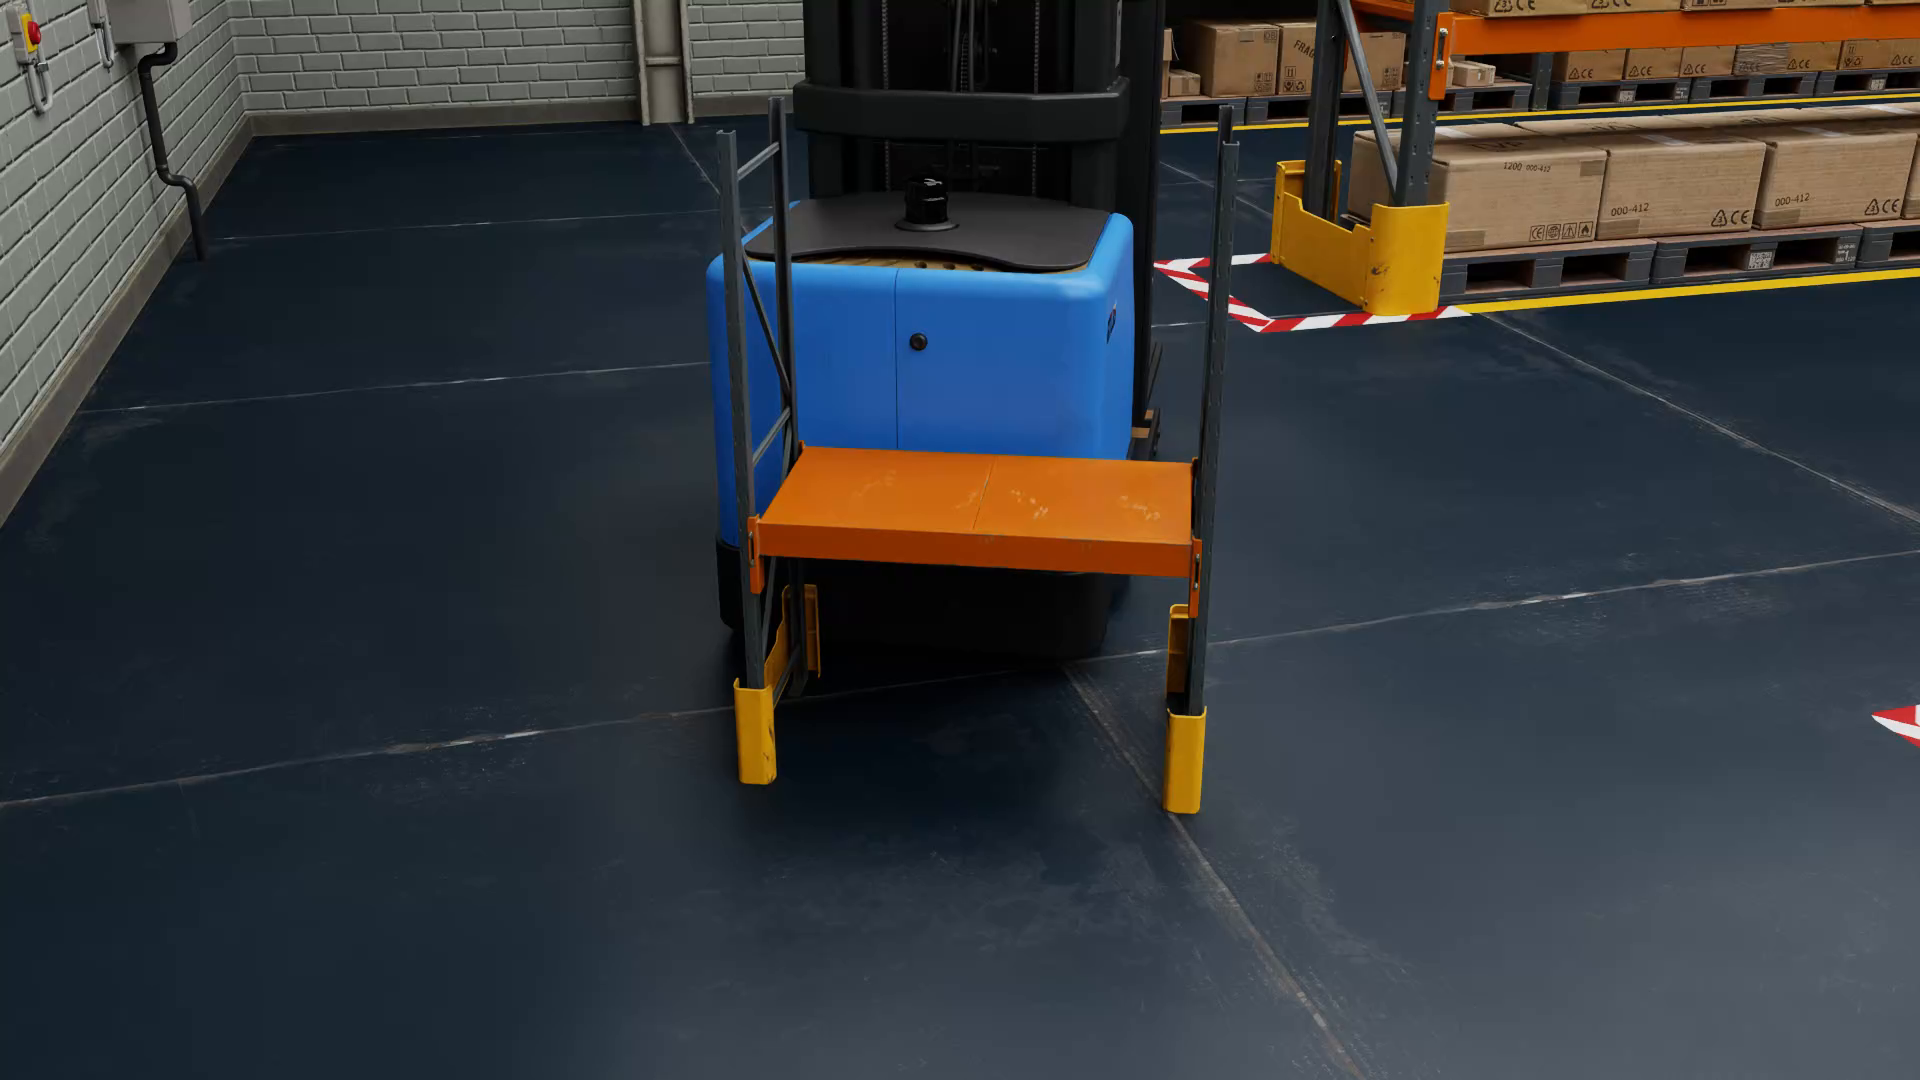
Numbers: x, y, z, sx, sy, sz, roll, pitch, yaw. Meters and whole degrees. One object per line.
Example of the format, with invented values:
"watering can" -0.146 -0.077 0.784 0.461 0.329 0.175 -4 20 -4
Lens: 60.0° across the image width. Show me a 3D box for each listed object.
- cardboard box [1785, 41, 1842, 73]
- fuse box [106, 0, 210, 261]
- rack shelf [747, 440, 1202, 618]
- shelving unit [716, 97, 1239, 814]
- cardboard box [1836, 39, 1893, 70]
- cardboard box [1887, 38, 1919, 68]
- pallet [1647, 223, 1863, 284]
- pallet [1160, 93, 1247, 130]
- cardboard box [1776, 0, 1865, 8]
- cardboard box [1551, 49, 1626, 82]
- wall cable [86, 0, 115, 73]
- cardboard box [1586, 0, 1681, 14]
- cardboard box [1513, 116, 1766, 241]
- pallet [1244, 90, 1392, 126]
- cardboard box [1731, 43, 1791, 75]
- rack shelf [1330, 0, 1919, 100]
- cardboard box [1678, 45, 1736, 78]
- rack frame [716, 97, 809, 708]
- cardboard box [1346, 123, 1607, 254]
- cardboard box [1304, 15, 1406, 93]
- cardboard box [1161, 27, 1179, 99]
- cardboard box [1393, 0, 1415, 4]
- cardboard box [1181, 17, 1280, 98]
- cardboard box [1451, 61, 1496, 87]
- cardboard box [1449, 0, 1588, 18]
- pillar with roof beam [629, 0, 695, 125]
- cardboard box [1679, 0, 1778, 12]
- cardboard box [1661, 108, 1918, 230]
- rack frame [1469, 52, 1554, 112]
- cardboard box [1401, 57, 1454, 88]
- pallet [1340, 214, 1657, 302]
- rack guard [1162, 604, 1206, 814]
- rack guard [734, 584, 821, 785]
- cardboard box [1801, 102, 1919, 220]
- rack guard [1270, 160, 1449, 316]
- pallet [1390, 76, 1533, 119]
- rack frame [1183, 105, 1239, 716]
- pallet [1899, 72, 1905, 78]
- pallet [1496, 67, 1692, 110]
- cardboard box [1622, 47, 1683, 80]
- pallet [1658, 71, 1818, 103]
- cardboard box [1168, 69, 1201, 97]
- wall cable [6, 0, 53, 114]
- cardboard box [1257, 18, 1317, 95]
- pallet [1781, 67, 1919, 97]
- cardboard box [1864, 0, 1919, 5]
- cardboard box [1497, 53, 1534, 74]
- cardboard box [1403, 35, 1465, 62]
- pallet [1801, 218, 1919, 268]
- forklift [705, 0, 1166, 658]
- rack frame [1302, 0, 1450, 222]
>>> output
"cardboard box" 6.960 -4.191 13.850 0.500 0.500 0.500 -5 24 -12
"fuse box" -3.911 -2.254 8.334 0.414 1.711 0.539 -6 24 -14
"rack shelf" 0.056 -0.039 3.895 1.000 0.185 0.538 3 23 7
"shelving unit" 0.047 -0.205 3.825 1.083 1.500 0.587 3 23 7
"cardboard box" 7.463 -4.247 13.982 0.500 0.500 0.500 -7 24 -15
"cardboard box" 7.948 -4.297 14.097 0.500 0.500 0.500 -6 24 -13
"pallet" 3.860 -1.605 8.722 1.213 0.211 1.003 -6 24 -14
"pallet" 1.435 -3.339 12.764 1.213 0.211 1.003 -6 24 -14
"cardboard box" 3.930 -2.802 7.850 0.500 0.500 0.500 -6 24 -13
"cardboard box" 4.972 -3.963 13.320 0.500 0.500 0.500 -5 24 -12
"wall cable" -3.878 -3.037 7.236 0.122 1.984 0.588 -6 24 -14
"cardboard box" 2.958 -2.695 7.601 0.500 0.500 0.500 -7 24 -15
"cardboard box" 3.426 -1.867 8.514 0.875 0.438 0.875 -6 24 -13
"pallet" 2.607 -3.467 13.063 1.213 0.211 1.003 -6 24 -14
"cardboard box" 6.465 -4.128 13.704 0.500 0.500 0.500 -7 24 -16
"rack shelf" 3.864 -2.525 8.243 4.000 0.370 1.077 -6 24 -14
"cardboard box" 5.964 -4.075 13.581 0.500 0.500 0.500 -7 24 -16
"rack frame" -0.448 -0.230 3.884 0.032 1.500 0.500 3 23 7
"cardboard box" 2.547 -1.767 8.280 0.875 0.438 0.875 -7 24 -16
"cardboard box" 3.042 -3.787 12.910 0.500 0.500 0.700 -7 24 -16
"cardboard box" 1.209 -3.602 12.473 0.637 0.503 0.797 -7 24 -16
"cardboard box" 2.332 -2.841 7.939 0.500 0.500 0.500 -6 24 -14
"cardboard box" 2.042 -3.677 12.652 0.500 0.500 0.700 -5 24 -12
"cardboard box" 3.989 -3.665 13.070 0.250 0.149 0.380 -7 24 -16
"cardboard box" 2.479 -2.631 7.450 0.500 0.500 0.500 -7 24 -15
"pillar with roof beam" -1.082 -5.704 7.132 0.400 9.000 9.100 -6 24 -14
"cardboard box" 3.453 -2.743 7.711 0.500 0.500 0.500 -6 24 -15
"cardboard box" 4.295 -1.963 8.737 0.875 0.438 0.875 -7 24 -16
"rack frame" 4.446 -4.953 12.989 0.127 3.000 1.000 -6 24 -14
"cardboard box" 3.645 -3.681 12.959 0.258 0.266 0.396 -5 24 -12
"pallet" 2.688 -1.476 8.423 1.213 0.211 1.003 -6 24 -14
"rack guard" 0.541 0.394 4.014 0.087 0.250 0.587 3 23 7
"rack guard" -0.447 0.345 4.130 0.087 0.250 0.587 3 23 7
"cardboard box" 5.157 -2.058 8.960 0.875 0.438 0.875 -7 24 -15
"rack guard" 1.916 -1.491 8.092 0.348 0.500 1.175 -6 24 -14
"pallet" 3.784 -3.599 13.369 1.213 0.211 1.003 -6 24 -14
"rack frame" 0.561 -0.179 3.765 0.032 1.500 0.500 3 23 7
"pallet" 9.100 -4.170 14.702 1.213 0.211 1.003 -6 24 -14
"pallet" 5.219 -3.772 13.774 1.213 0.211 1.003 -6 24 -14
"cardboard box" 5.482 -4.024 13.461 0.500 0.500 0.500 -7 24 -15
"pallet" 6.395 -3.904 14.080 1.213 0.211 1.003 -6 24 -14
"cardboard box" 1.628 -3.469 12.614 0.250 0.149 0.380 -7 24 -16
"wall cable" -3.484 -2.515 5.978 0.123 1.953 0.585 -6 24 -14
"cardboard box" 2.578 -3.695 12.695 0.500 0.500 0.500 -6 24 -13
"pallet" 7.568 -4.032 14.380 1.213 0.211 1.003 -6 24 -14
"cardboard box" 4.439 -2.852 7.967 0.500 0.500 0.500 -7 24 -15
"cardboard box" 4.839 -4.162 13.783 0.500 0.500 0.500 -6 24 -15
"cardboard box" 3.746 -3.930 13.481 0.500 0.311 0.500 -5 24 -12
"pallet" 5.037 -1.736 9.028 1.213 0.211 1.003 -6 24 -14
"forklift" 0.113 -1.590 5.238 1.130 2.935 3.031 4 24 10
"rack frame" 1.939 -2.643 7.605 0.127 3.000 1.000 -6 24 -14
